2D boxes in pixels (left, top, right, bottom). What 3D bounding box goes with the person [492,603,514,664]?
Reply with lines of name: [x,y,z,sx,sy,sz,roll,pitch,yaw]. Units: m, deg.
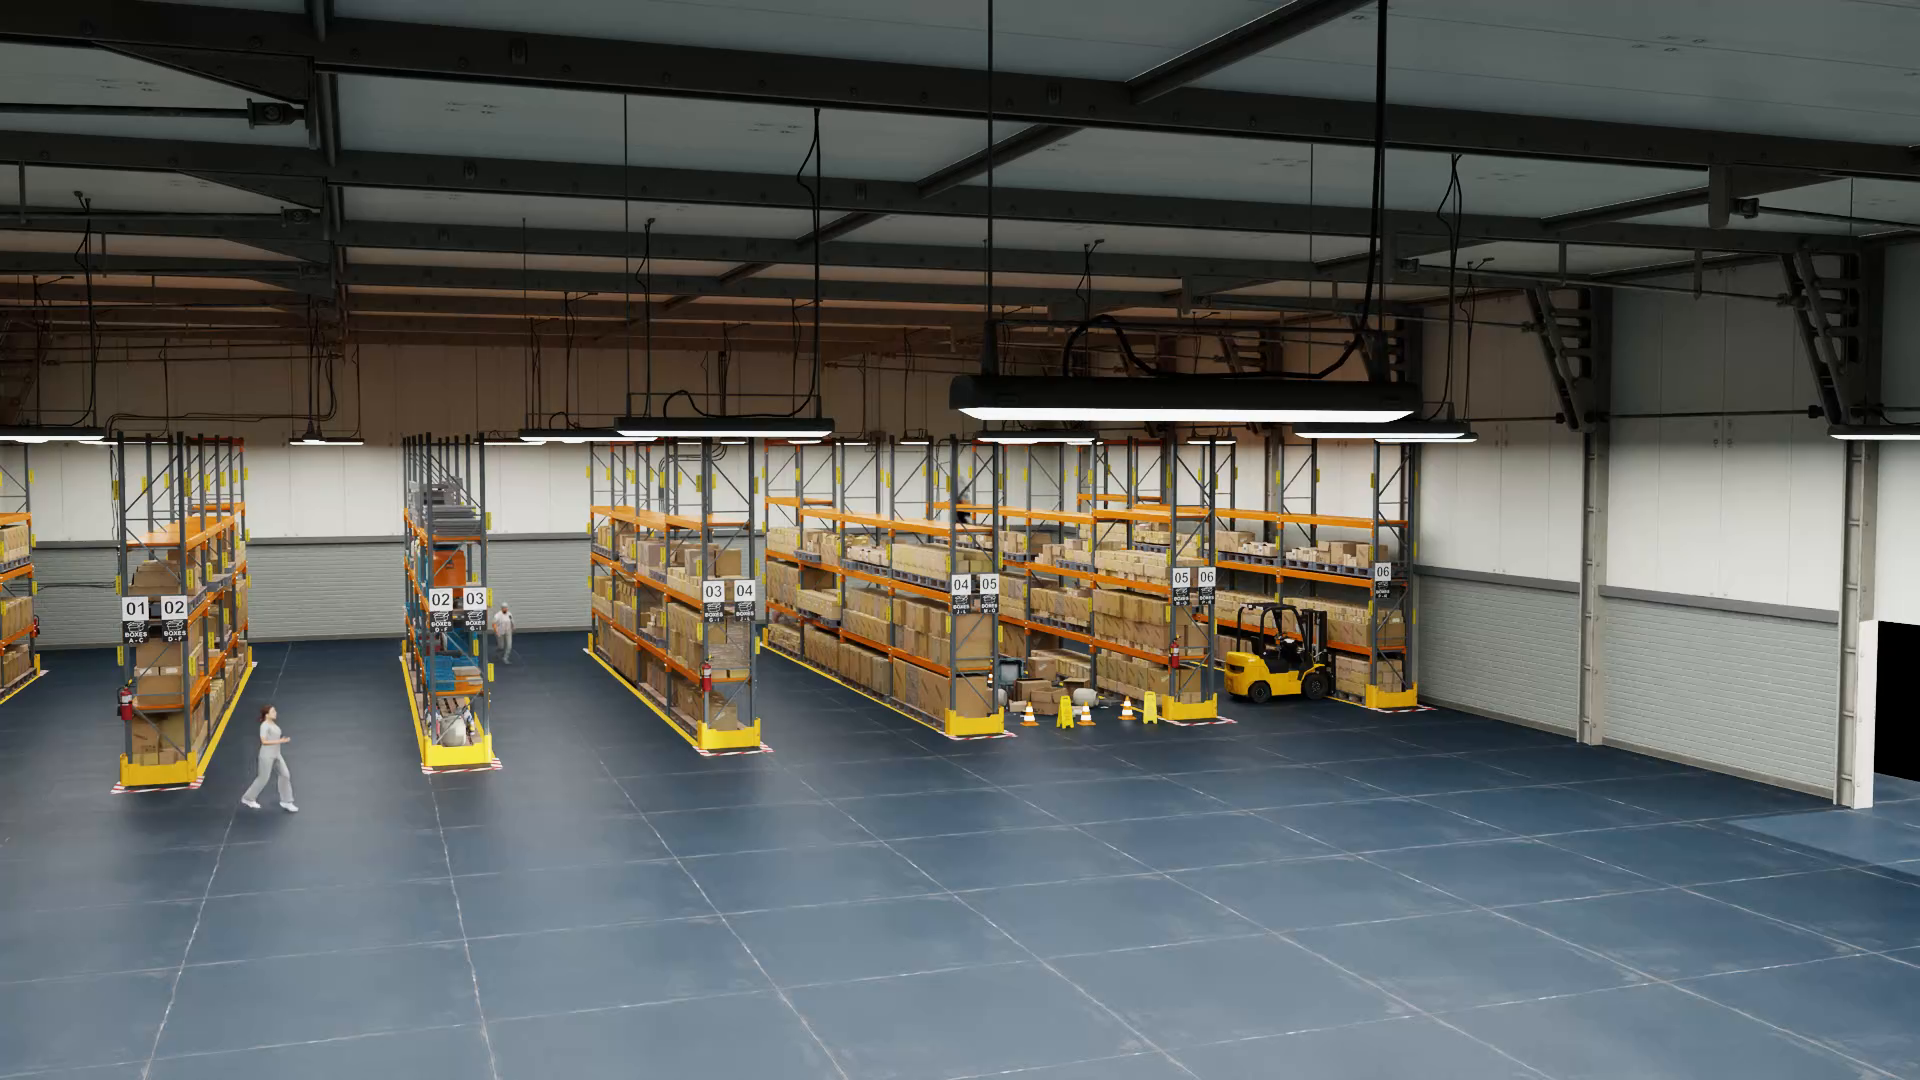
person: [-12.149,2.477,44.237,0.593,1.620,0.580,-2,4,-35]

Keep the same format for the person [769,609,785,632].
person: [-5.416,2.140,49.307,0.953,1.647,0.599,-2,4,-34]

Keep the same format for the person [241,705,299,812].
person: [-10.852,3.433,26.091,0.853,1.716,0.556,0,3,2]
